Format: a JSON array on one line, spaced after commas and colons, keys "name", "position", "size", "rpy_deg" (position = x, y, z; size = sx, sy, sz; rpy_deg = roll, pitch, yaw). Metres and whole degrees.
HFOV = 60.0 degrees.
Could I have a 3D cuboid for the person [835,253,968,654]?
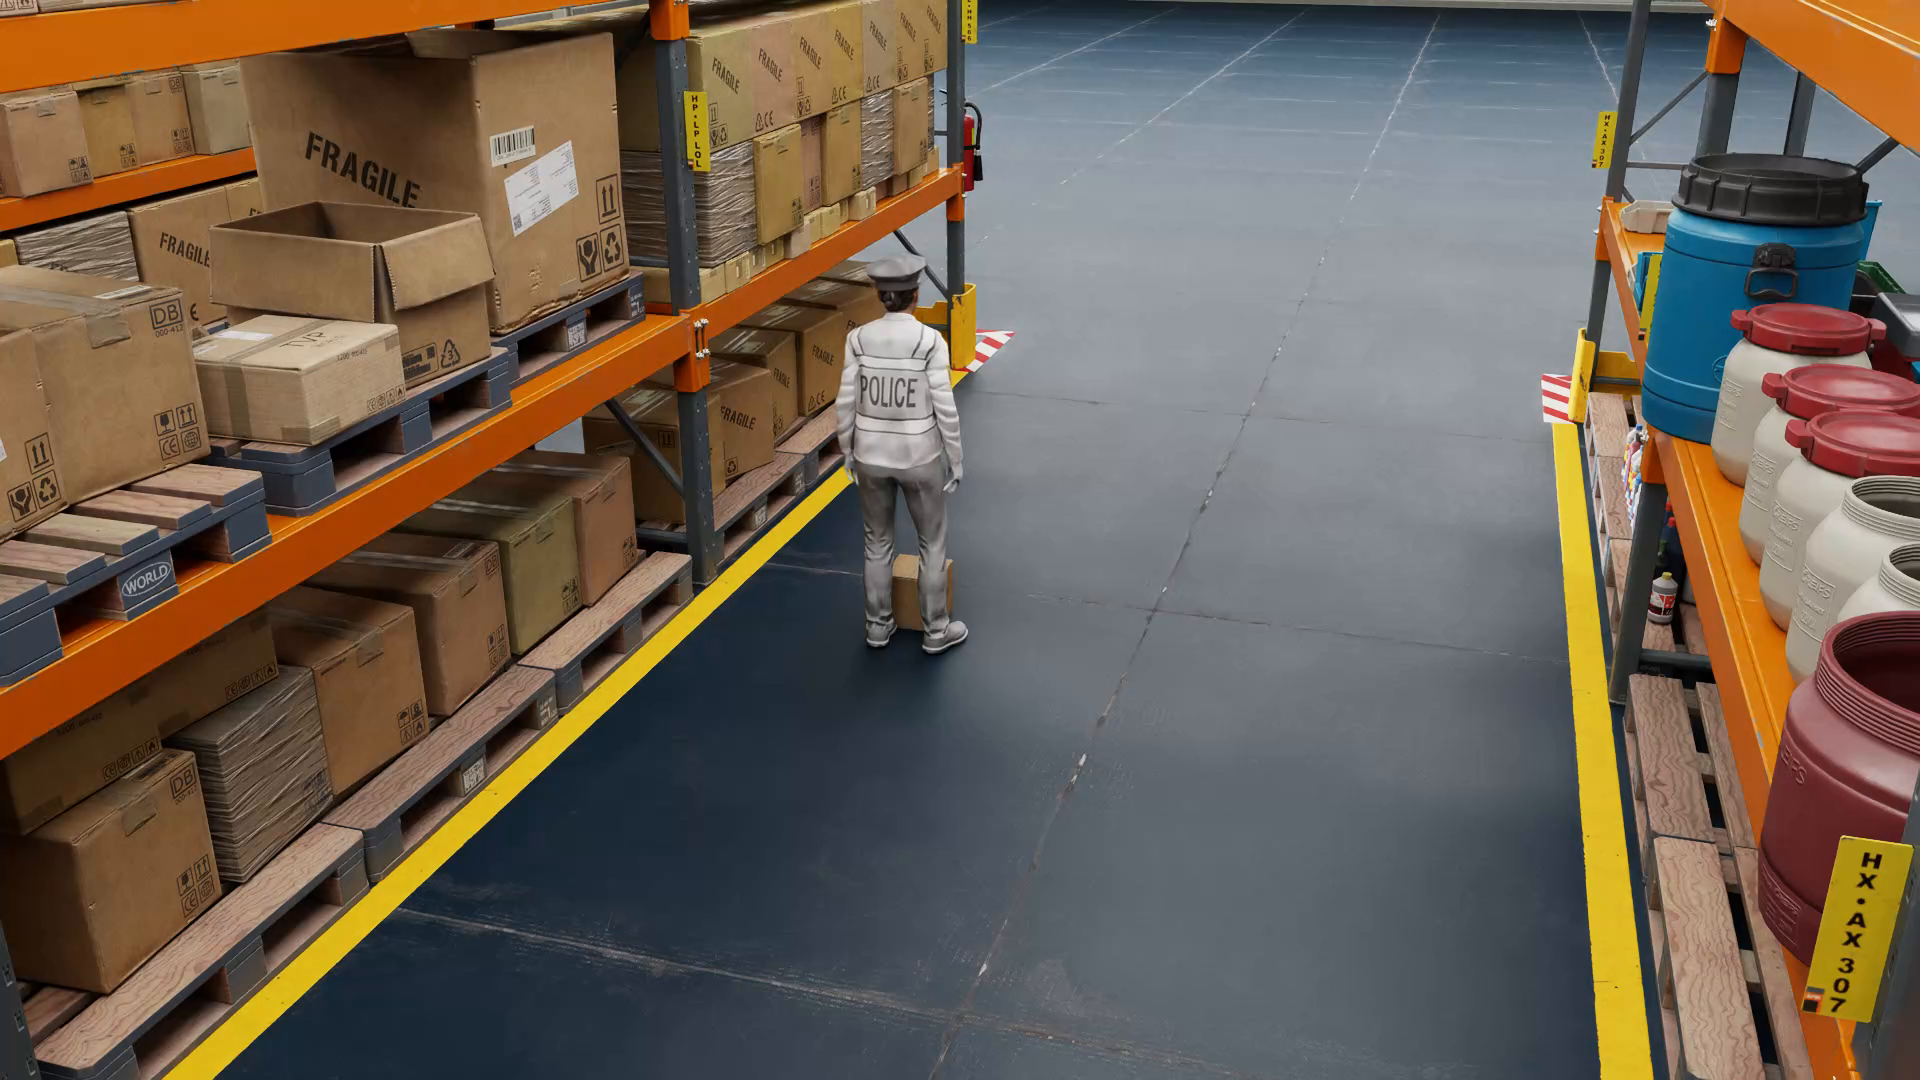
[{"name": "person", "position": [-0.247, -0.334, 6.907], "size": [0.533, 1.663, 0.379], "rpy_deg": [6, 23, 15]}]
